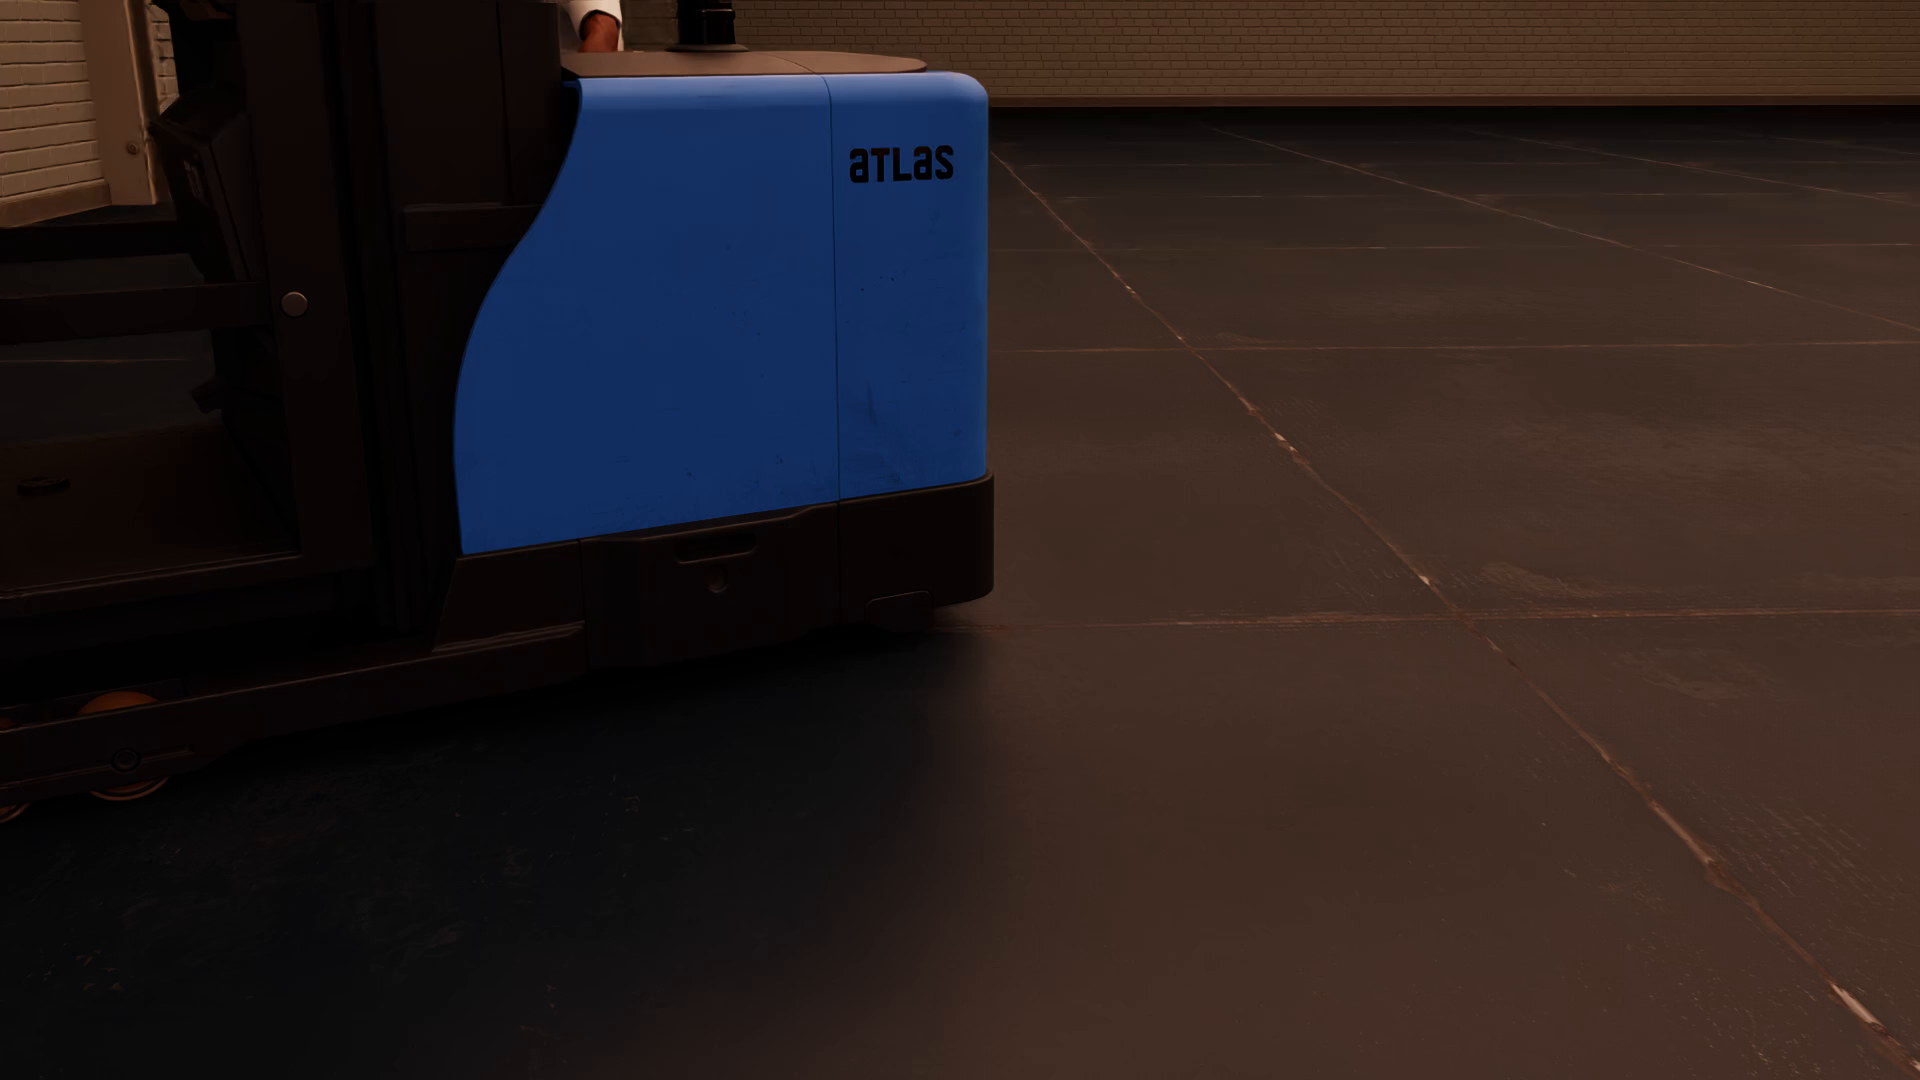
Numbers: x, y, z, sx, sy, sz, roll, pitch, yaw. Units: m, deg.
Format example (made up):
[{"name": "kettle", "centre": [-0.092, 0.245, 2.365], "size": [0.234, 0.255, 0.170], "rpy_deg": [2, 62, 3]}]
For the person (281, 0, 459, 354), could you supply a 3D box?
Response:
[{"name": "person", "centre": [-2.157, -1.582, 6.088], "size": [0.626, 1.759, 0.463], "rpy_deg": [-14, 22, -39]}]

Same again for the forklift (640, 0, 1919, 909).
[{"name": "forklift", "centre": [0.280, -1.227, 2.919], "size": [1.130, 2.935, 3.031], "rpy_deg": [-8, 19, -24]}]
